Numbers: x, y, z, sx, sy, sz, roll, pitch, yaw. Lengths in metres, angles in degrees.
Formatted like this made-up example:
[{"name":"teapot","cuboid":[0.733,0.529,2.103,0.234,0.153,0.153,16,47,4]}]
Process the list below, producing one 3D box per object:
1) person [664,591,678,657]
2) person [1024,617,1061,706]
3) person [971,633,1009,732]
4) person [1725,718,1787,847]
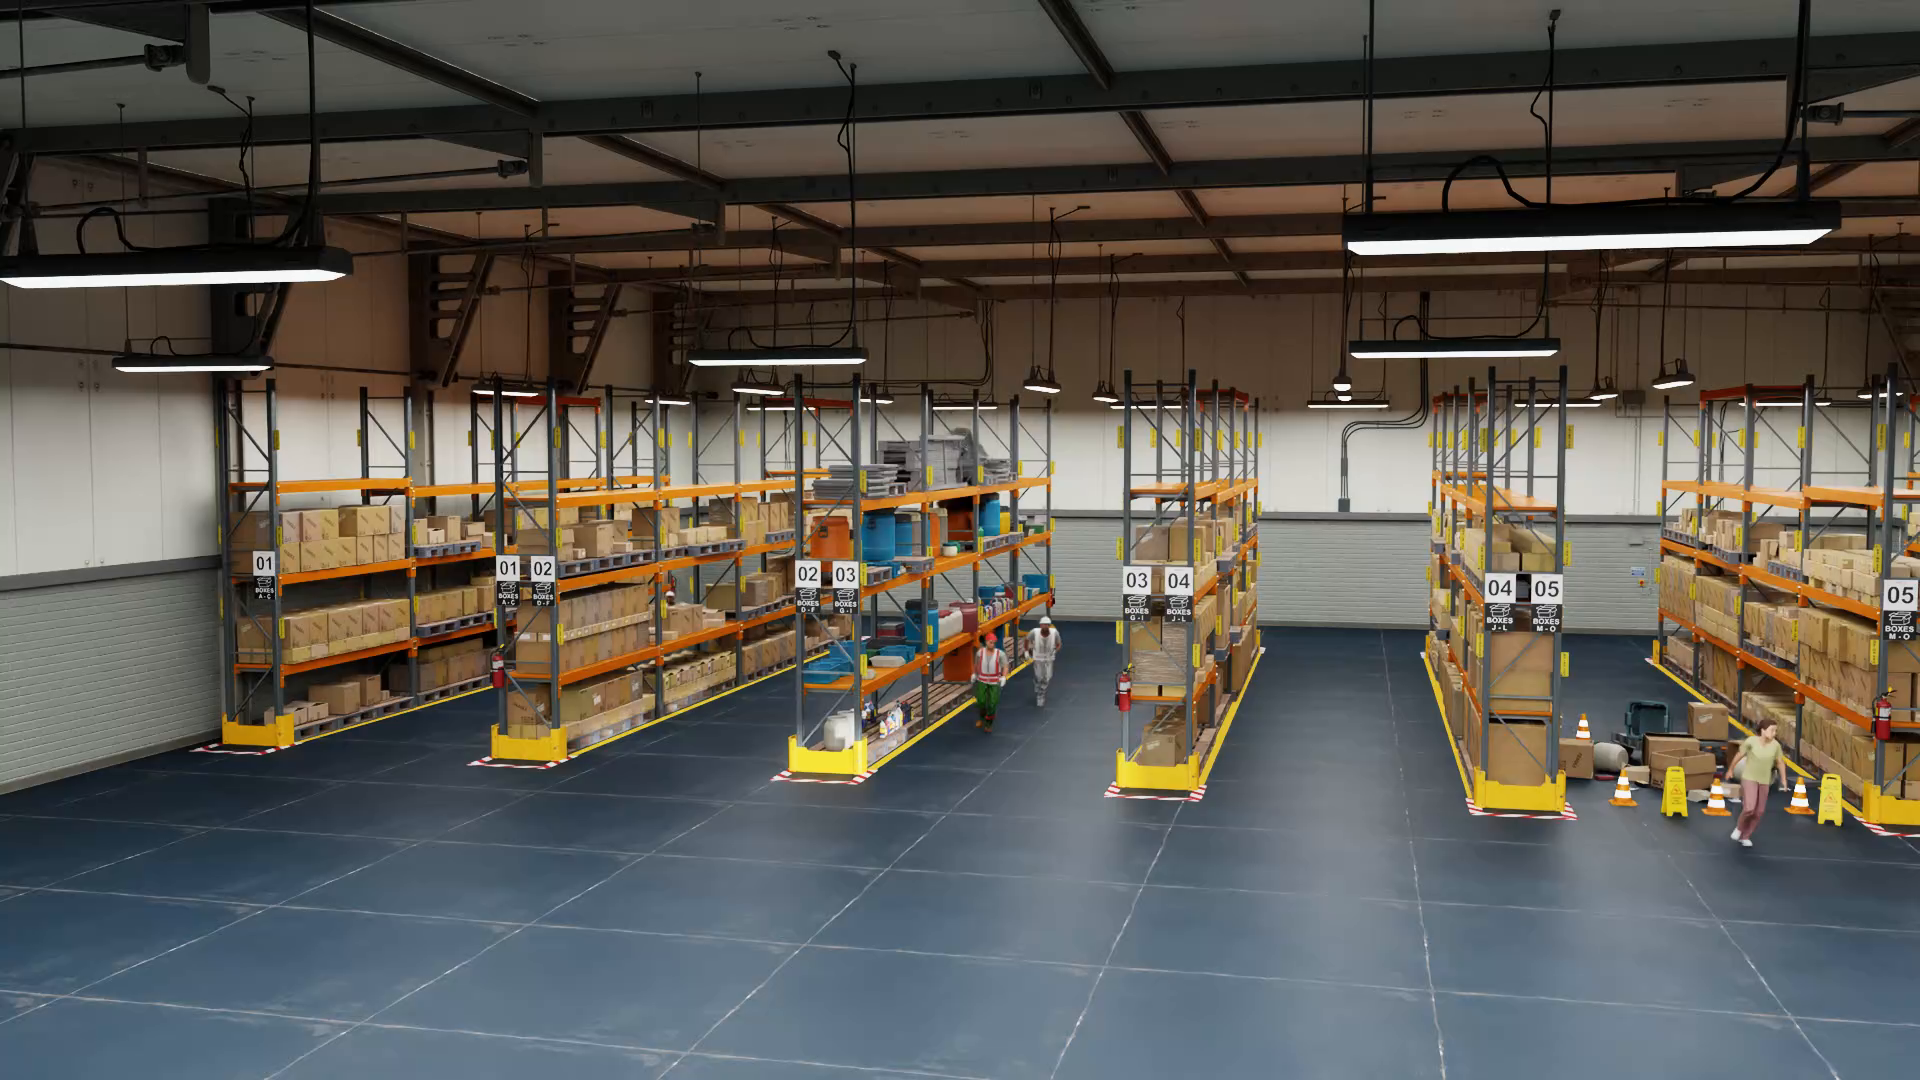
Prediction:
[{"name":"person","cuboid":[-6.309,1.959,35.978,0.701,1.721,0.635,1,3,9]},{"name":"person","cuboid":[1.567,2.282,31.384,0.671,1.707,0.759,-1,3,-11]},{"name":"person","cuboid":[0.492,2.427,28.221,0.680,1.724,0.771,0,3,5]},{"name":"person","cuboid":[9.784,2.967,20.393,0.567,1.629,0.598,0,3,-3]}]
